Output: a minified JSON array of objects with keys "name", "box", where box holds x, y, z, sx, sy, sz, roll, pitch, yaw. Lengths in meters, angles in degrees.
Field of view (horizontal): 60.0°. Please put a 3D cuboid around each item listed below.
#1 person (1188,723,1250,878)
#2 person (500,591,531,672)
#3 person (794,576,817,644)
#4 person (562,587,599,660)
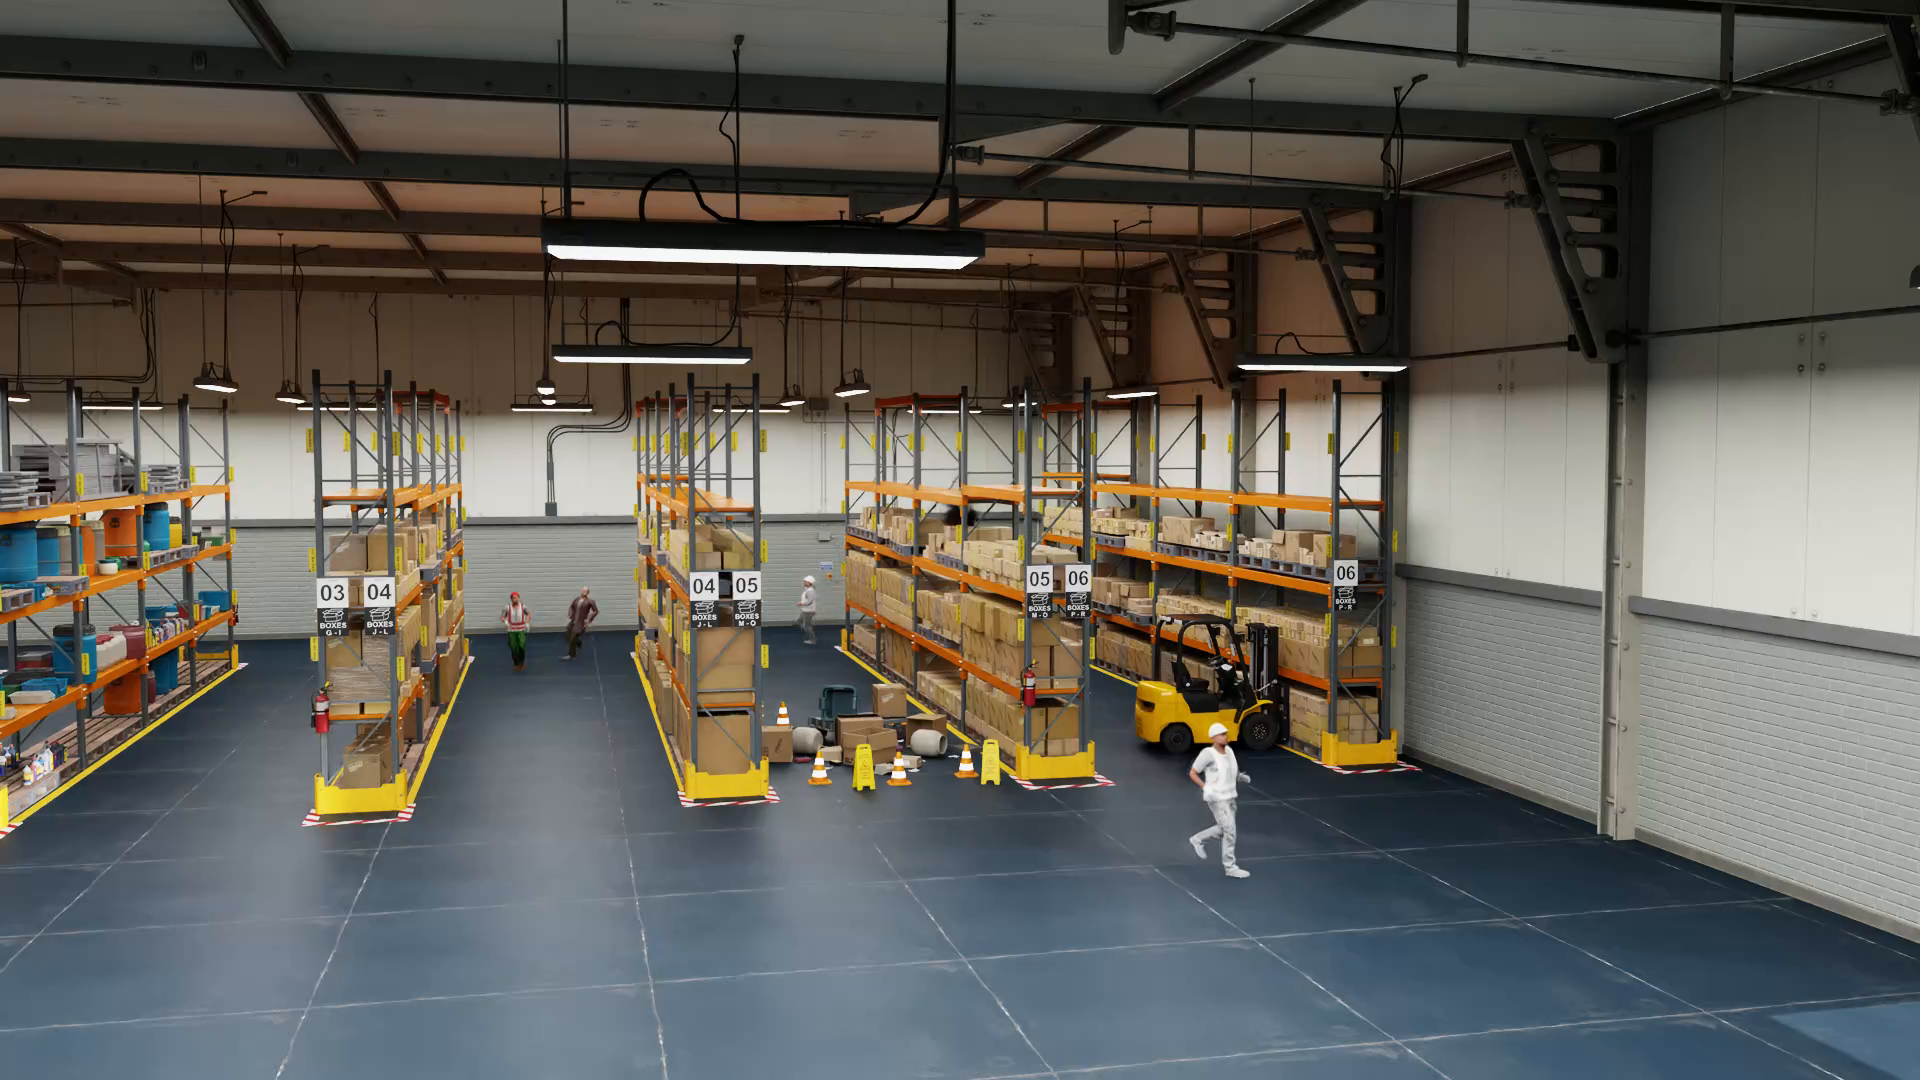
[{"name":"person","box":[3.007,3.006,19.351,0.886,1.757,0.698,3,4,42]},{"name":"person","box":[-9.744,2.014,36.471,0.645,1.773,0.665,-1,3,-14]},{"name":"person","box":[-3.810,1.748,41.447,0.575,1.723,0.670,-1,3,-18]},{"name":"person","box":[-8.804,1.932,38.552,0.786,1.691,0.701,2,4,30]}]
